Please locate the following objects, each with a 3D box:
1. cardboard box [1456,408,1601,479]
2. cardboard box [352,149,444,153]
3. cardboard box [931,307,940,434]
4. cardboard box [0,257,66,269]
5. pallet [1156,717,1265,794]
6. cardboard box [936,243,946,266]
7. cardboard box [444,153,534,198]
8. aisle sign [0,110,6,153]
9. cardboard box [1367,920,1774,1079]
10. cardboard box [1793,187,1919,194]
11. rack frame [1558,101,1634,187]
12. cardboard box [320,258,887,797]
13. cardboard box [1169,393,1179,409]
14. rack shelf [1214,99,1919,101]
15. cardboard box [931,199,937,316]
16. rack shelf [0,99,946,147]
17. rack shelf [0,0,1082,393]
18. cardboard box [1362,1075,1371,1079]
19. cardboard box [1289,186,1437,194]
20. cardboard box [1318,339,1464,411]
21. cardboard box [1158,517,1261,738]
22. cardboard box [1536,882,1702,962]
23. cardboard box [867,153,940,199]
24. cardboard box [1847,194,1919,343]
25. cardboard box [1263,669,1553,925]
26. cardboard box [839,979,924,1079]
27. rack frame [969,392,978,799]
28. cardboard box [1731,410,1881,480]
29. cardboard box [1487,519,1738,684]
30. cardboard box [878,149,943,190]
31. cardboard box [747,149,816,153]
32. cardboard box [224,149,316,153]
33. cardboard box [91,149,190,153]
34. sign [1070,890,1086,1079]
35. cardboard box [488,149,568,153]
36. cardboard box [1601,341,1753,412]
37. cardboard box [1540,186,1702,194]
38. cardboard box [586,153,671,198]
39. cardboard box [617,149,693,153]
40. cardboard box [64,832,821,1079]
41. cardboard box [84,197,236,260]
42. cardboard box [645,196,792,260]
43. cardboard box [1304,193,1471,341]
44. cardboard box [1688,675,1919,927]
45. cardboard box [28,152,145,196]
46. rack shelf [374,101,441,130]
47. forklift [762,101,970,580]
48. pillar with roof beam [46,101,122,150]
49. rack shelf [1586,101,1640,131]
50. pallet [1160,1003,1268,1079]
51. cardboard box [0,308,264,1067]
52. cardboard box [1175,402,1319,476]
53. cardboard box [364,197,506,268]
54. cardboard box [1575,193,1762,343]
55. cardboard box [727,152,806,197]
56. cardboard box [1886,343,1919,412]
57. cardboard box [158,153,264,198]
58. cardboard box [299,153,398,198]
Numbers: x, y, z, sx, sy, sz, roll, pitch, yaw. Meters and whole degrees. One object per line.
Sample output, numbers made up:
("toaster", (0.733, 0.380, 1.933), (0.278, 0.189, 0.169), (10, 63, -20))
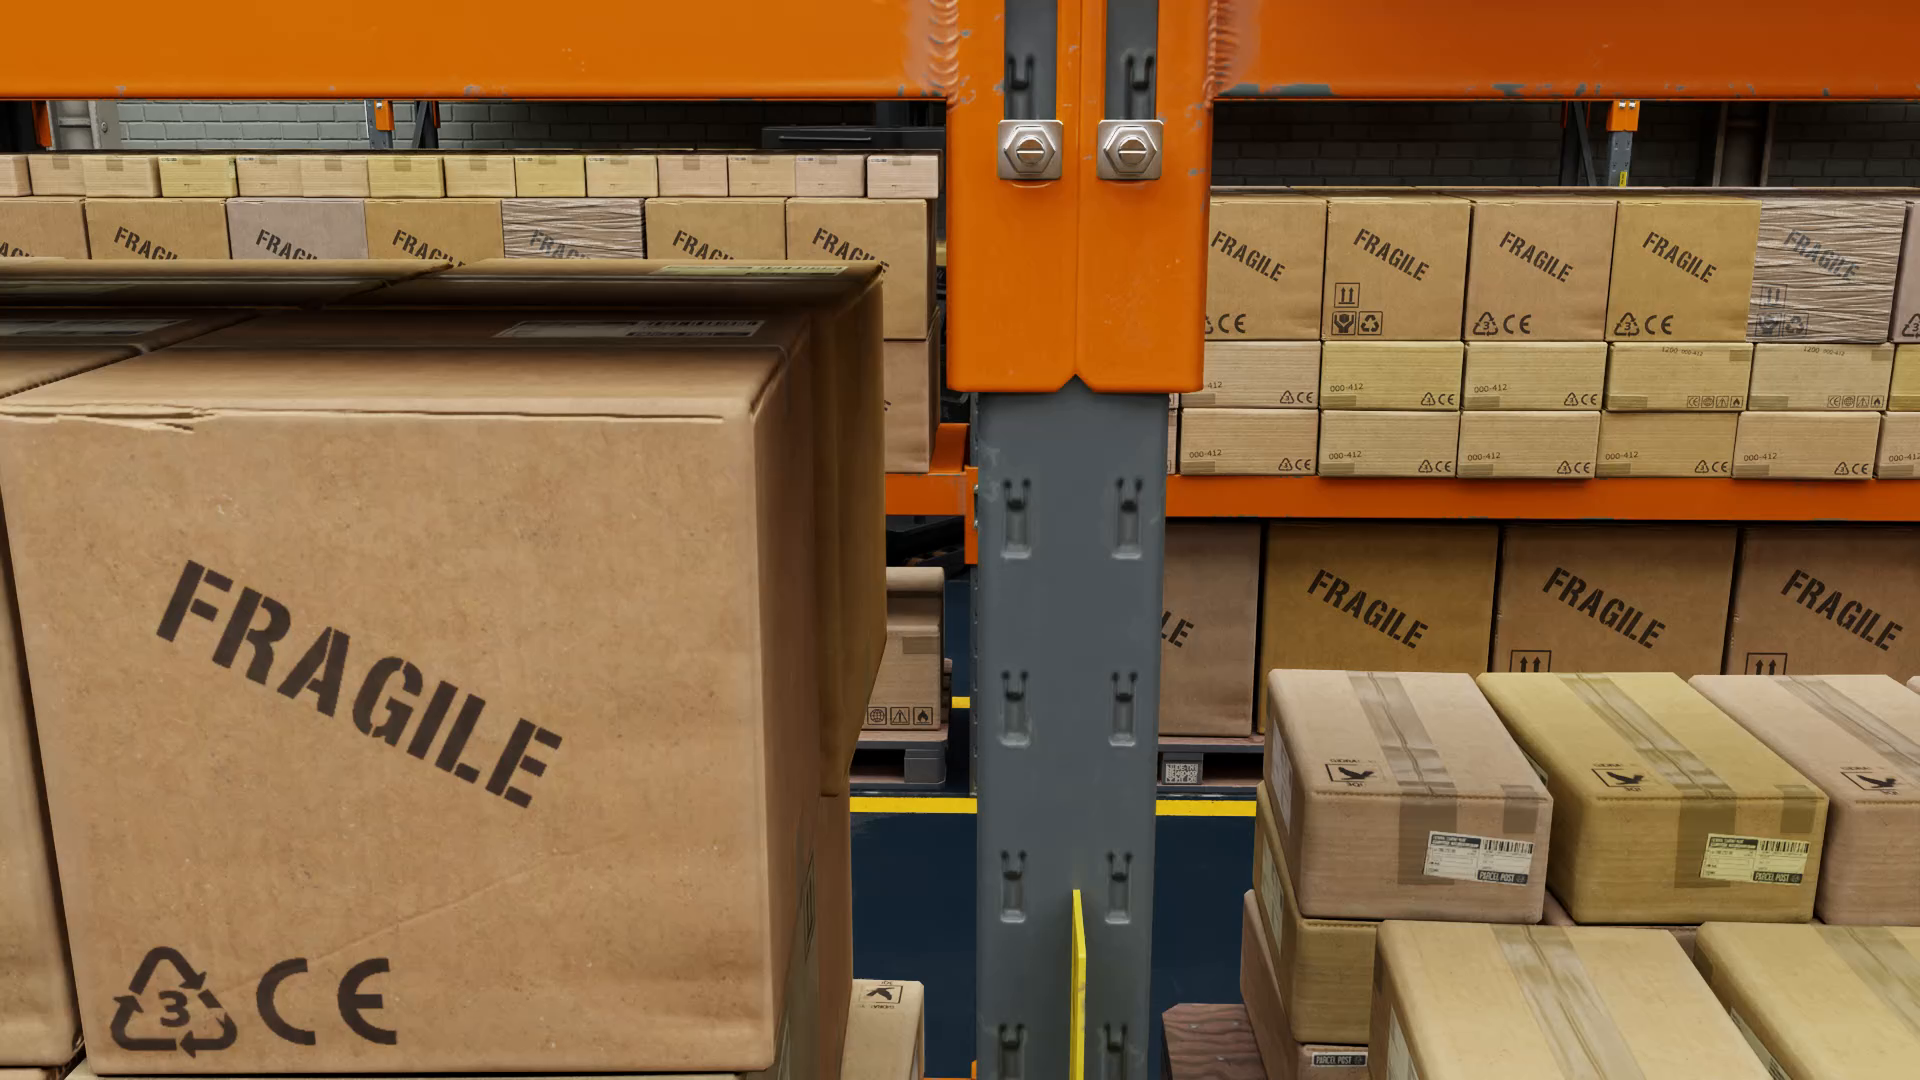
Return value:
("cardboard box", (2.075, -0.407, 6.297), (0.500, 0.250, 0.500), (0, 15, 1))
("cardboard box", (-2.244, -1.492, 6.687), (0.250, 0.149, 0.380), (1, 15, 3))
("cardboard box", (-0.349, -0.684, 6.857), (0.500, 0.500, 0.500), (1, 15, 3))
("cardboard box", (-1.378, -0.054, 1.926), (0.500, 0.500, 0.500), (1, 15, 2))
("pallet", (0.887, 0.768, 7.014), (1.213, 0.211, 1.003), (0, 15, 1))
("cardboard box", (-0.279, -1.844, 11.161), (0.500, 0.250, 0.500), (1, 15, 3))
("cardboard box", (-1.725, -1.354, 6.166), (0.250, 0.149, 0.380), (0, 15, 1))
("aisle sign", (-3.949, -1.928, 6.673), (0.004, 0.787, 0.394), (0, 15, 1))
("cardboard box", (0.470, 0.448, 1.266), (0.250, 0.149, 0.380), (1, 15, 4))
("cardboard box", (3.625, -1.137, 6.614), (0.500, 0.500, 0.500), (0, 15, 0))
("rack frame", (4.235, -1.806, 11.304), (0.127, 3.000, 1.000), (0, 15, 1))
("cardboard box", (-0.357, -0.044, 1.886), (0.500, 0.500, 0.500), (1, 15, 3))
("cardboard box", (0.546, -0.660, 6.277), (0.500, 0.250, 0.500), (0, 15, 0))
("rack shelf", (2.113, -1.655, 6.265), (4.000, 0.370, 1.077), (0, 15, 1))
("cardboard box", (-0.357, -1.163, 6.710), (0.500, 0.500, 0.500), (0, 15, 2))
("rack shelf", (-1.886, -1.681, 6.363), (4.000, 0.370, 1.077), (0, 15, 1))
("rack shelf", (-1.911, -0.418, 1.576), (4.000, 0.370, 1.077), (0, 15, 1))
("cardboard box", (0.470, 0.592, 1.304), (0.250, 0.149, 0.380), (1, 15, 2))
("cardboard box", (1.590, -1.149, 6.659), (0.500, 0.500, 0.500), (1, 15, 3))
("cardboard box", (1.572, -0.654, 6.253), (0.500, 0.250, 0.500), (1, 15, 2))
("cardboard box", (0.735, 0.242, 6.884), (0.875, 0.875, 0.875), (1, 15, 3))
("cardboard box", (0.754, 0.425, 1.934), (0.250, 0.149, 0.380), (0, 15, 2))
("cardboard box", (-0.203, -1.332, 6.082), (0.250, 0.149, 0.380), (0, 15, 0))
("cardboard box", (3.588, -1.008, 6.126), (0.500, 0.500, 0.500), (0, 15, 0))
("cardboard box", (0.494, 0.281, 1.899), (0.250, 0.149, 0.380), (1, 15, 4))
("cardboard box", (-0.187, 0.733, 2.173), (0.250, 0.149, 0.380), (1, 15, 3))
("rack frame", (0.113, -0.566, 6.605), (0.127, 3.000, 1.000), (0, 15, 1))
("cardboard box", (3.089, -0.404, 6.284), (0.500, 0.250, 0.500), (1, 15, 2))
("cardboard box", (2.532, 0.252, 6.847), (0.875, 0.875, 0.875), (1, 15, 2))
("cardboard box", (-0.196, -1.480, 6.640), (0.250, 0.149, 0.380), (0, 15, 1))
("cardboard box", (-0.709, -1.468, 6.597), (0.250, 0.149, 0.380), (0, 15, 1))
("cardboard box", (-2.756, -1.498, 6.711), (0.250, 0.149, 0.380), (1, 15, 3))
("cardboard box", (-3.267, -1.491, 6.682), (0.250, 0.149, 0.380), (1, 15, 2))
("sign", (0.082, 0.417, 1.182), (0.005, 0.325, 0.100), (0, 15, 1))
("cardboard box", (-1.718, -1.494, 6.696), (0.250, 0.149, 0.380), (0, 15, 2))
("cardboard box", (2.596, -0.648, 6.230), (0.500, 0.250, 0.500), (0, 15, 0))
("cardboard box", (2.612, -1.145, 6.645), (0.500, 0.500, 0.500), (1, 15, 3))
("cardboard box", (-1.217, -1.355, 6.169), (0.250, 0.149, 0.380), (0, 15, 1))
("cardboard box", (-1.221, -1.494, 6.697), (0.250, 0.149, 0.380), (0, 15, 0))
("cardboard box", (-0.403, 0.574, 1.506), (0.500, 0.500, 0.500), (0, 15, 2))
("cardboard box", (-2.896, -1.046, 6.270), (0.500, 0.500, 0.500), (0, 15, 0))
("cardboard box", (-0.872, -1.036, 6.230), (0.500, 0.500, 0.500), (0, 15, 1))
("cardboard box", (1.556, -1.021, 6.175), (0.500, 0.500, 0.500), (0, 15, 0))
("cardboard box", (1.021, 0.284, 1.885), (0.250, 0.149, 0.380), (0, 15, 0))
("cardboard box", (-3.274, -1.381, 6.267), (0.250, 0.149, 0.380), (1, 15, 3))
("rack shelf", (-1.763, -2.947, 11.161), (4.000, 0.370, 1.077), (0, 15, 1))
("forklift", (-0.417, -1.299, 9.517), (1.130, 2.935, 3.031), (13, 20, 40))
("pillar with roof beam", (-6.545, -3.908, 7.513), (0.400, 9.000, 9.100), (0, 15, 1))
("rack shelf", (6.234, -2.895, 10.964), (4.000, 0.370, 1.077), (0, 15, 1))
("pallet", (0.848, 0.832, 1.683), (1.213, 0.211, 1.003), (0, 15, 1))
("cardboard box", (-0.906, 0.085, 1.397), (0.500, 0.500, 0.500), (0, 15, 0))
("cardboard box", (1.064, -0.420, 6.347), (0.500, 0.250, 0.500), (0, 15, 0))
("cardboard box", (-1.883, -1.042, 6.253), (0.500, 0.500, 0.500), (0, 15, 2))
("cardboard box", (2.579, -1.014, 6.149), (0.500, 0.500, 0.500), (0, 15, 1))
("cardboard box", (-0.712, -1.366, 6.209), (0.250, 0.149, 0.380), (0, 15, 1))
("cardboard box", (3.621, -0.647, 6.228), (0.500, 0.250, 0.500), (0, 15, 1))
("cardboard box", (-2.753, -1.353, 6.160), (0.250, 0.149, 0.380), (0, 15, 0))
("cardboard box", (-2.241, -1.352, 6.158), (0.250, 0.149, 0.380), (1, 15, 2))
